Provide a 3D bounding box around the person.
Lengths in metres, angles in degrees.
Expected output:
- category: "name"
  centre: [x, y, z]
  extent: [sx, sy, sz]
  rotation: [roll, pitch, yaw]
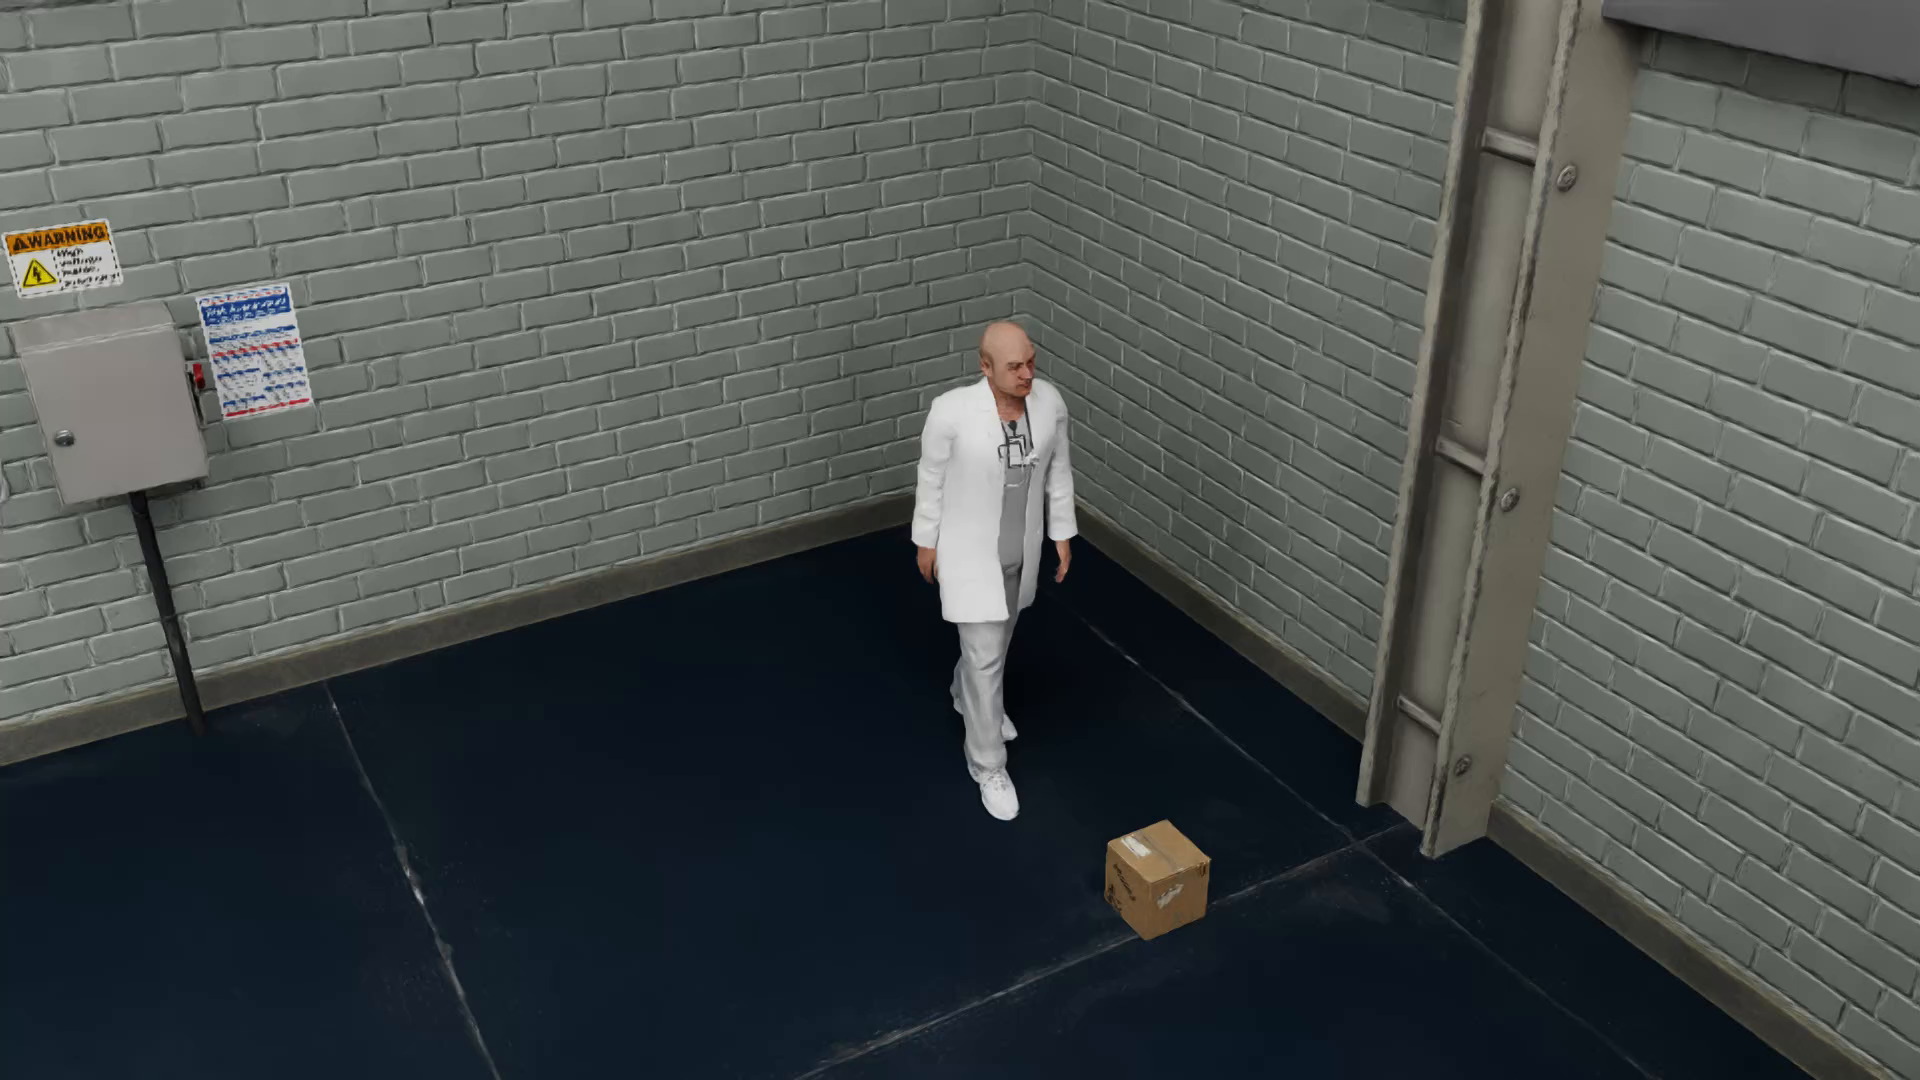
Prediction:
- category: "person"
  centre: [0.176, 0.045, 6.036]
  extent: [0.577, 1.773, 0.760]
  rotation: [-17, 33, -28]
